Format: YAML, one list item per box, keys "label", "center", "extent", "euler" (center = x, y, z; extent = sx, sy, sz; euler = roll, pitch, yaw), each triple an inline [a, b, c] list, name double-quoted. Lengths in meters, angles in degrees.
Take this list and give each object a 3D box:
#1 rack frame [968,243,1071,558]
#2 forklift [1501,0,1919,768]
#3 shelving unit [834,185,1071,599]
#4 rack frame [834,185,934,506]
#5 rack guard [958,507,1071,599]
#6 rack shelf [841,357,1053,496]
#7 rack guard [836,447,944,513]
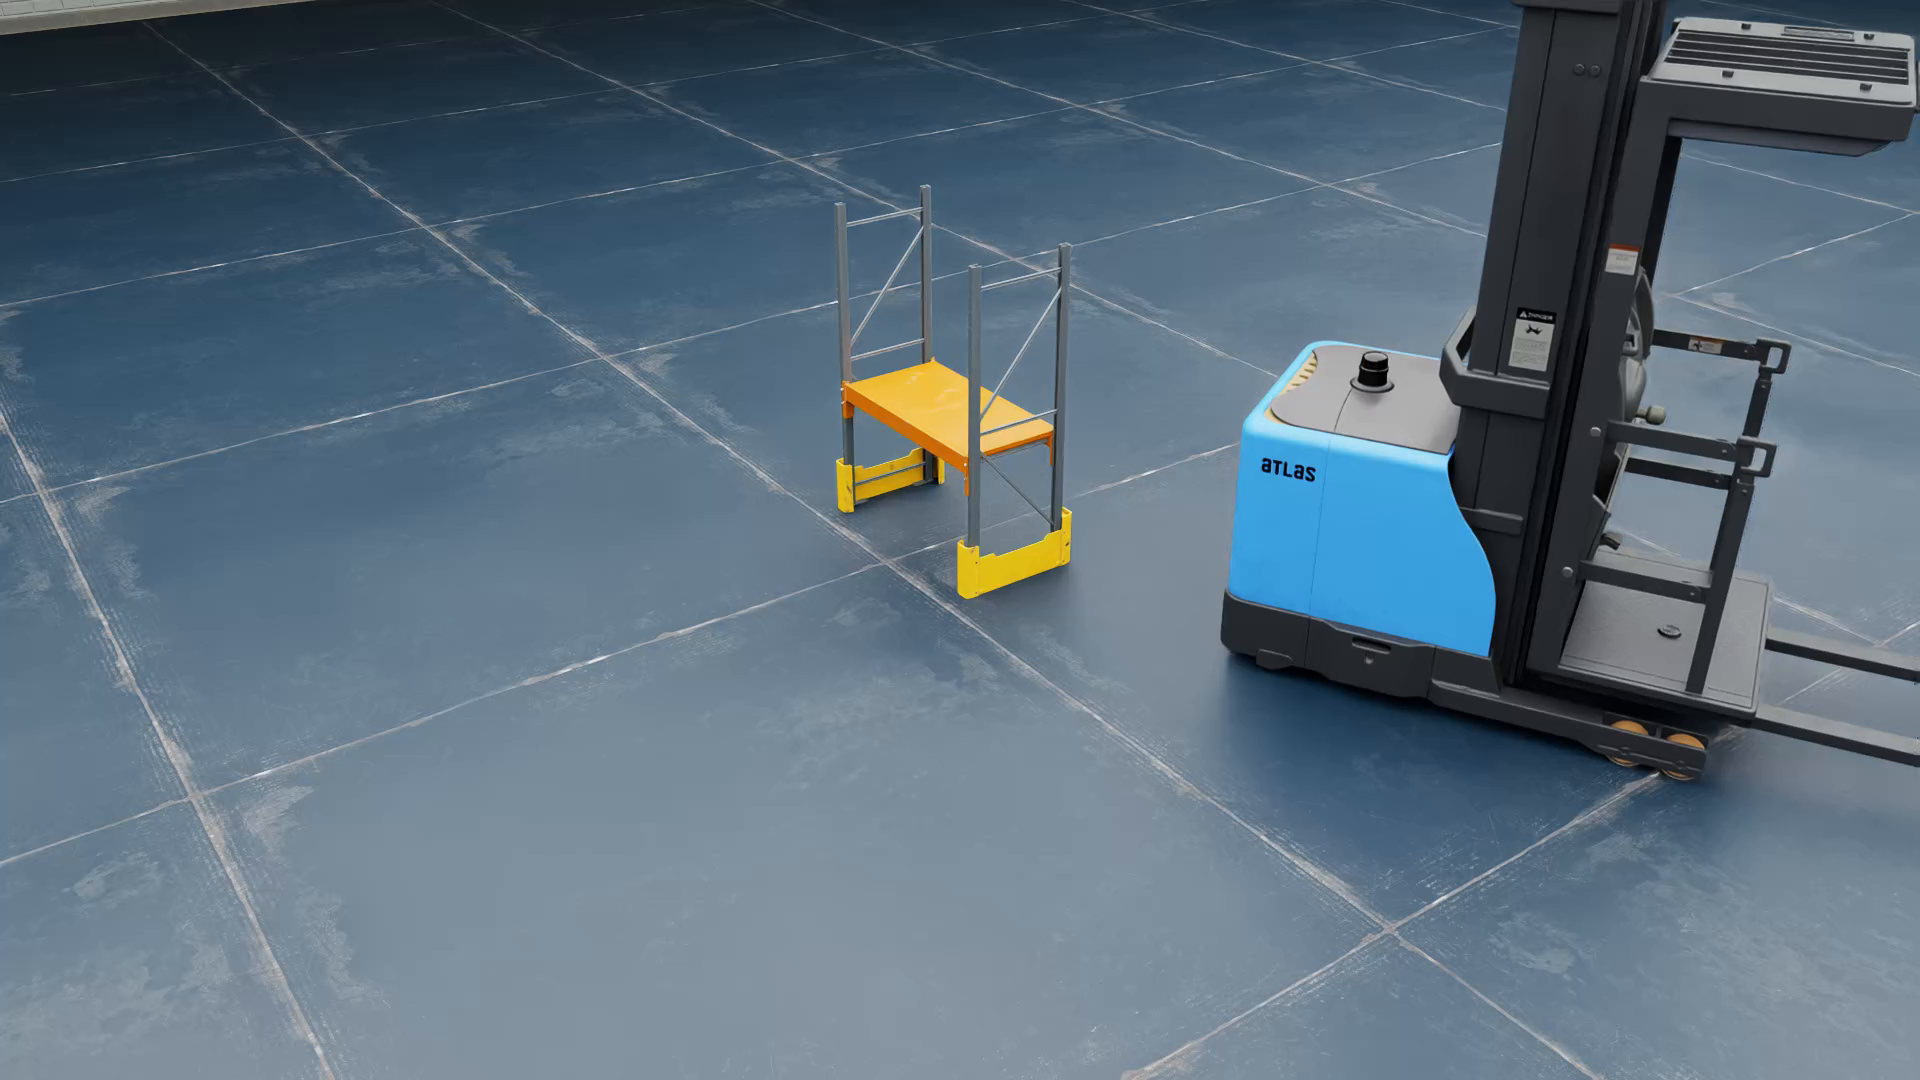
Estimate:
- label: "rack frame"
  center: [0.245, -0.495, 7.089]
  extent: [0.500, 1.500, 0.032]
  euler: [-19, 34, -31]
- label: "forklift"
  center: [2.624, -0.692, 5.954]
  extent: [3.031, 2.935, 1.121]
  euler: [13, 31, 23]
- label: "shelving unit"
  center: [-0.044, -0.689, 7.447]
  extent: [0.587, 1.500, 1.083]
  euler: [-19, 34, -31]
- label: "rack frame"
  center: [-0.344, -0.890, 7.817]
  extent: [0.500, 1.500, 0.032]
  euler: [-19, 34, -31]
- label: "rack guard"
  center: [0.245, 0.054, 7.388]
  extent: [0.587, 0.250, 0.087]
  euler: [-19, 34, -31]
- label: "rack shelf"
  center: [-0.049, -0.534, 7.539]
  extent: [0.538, 0.185, 1.000]
  euler: [-19, 34, -31]
- label: "rack guard"
  center: [-0.333, -0.333, 8.101]
  extent: [0.587, 0.250, 0.087]
  euler: [-19, 34, -31]
